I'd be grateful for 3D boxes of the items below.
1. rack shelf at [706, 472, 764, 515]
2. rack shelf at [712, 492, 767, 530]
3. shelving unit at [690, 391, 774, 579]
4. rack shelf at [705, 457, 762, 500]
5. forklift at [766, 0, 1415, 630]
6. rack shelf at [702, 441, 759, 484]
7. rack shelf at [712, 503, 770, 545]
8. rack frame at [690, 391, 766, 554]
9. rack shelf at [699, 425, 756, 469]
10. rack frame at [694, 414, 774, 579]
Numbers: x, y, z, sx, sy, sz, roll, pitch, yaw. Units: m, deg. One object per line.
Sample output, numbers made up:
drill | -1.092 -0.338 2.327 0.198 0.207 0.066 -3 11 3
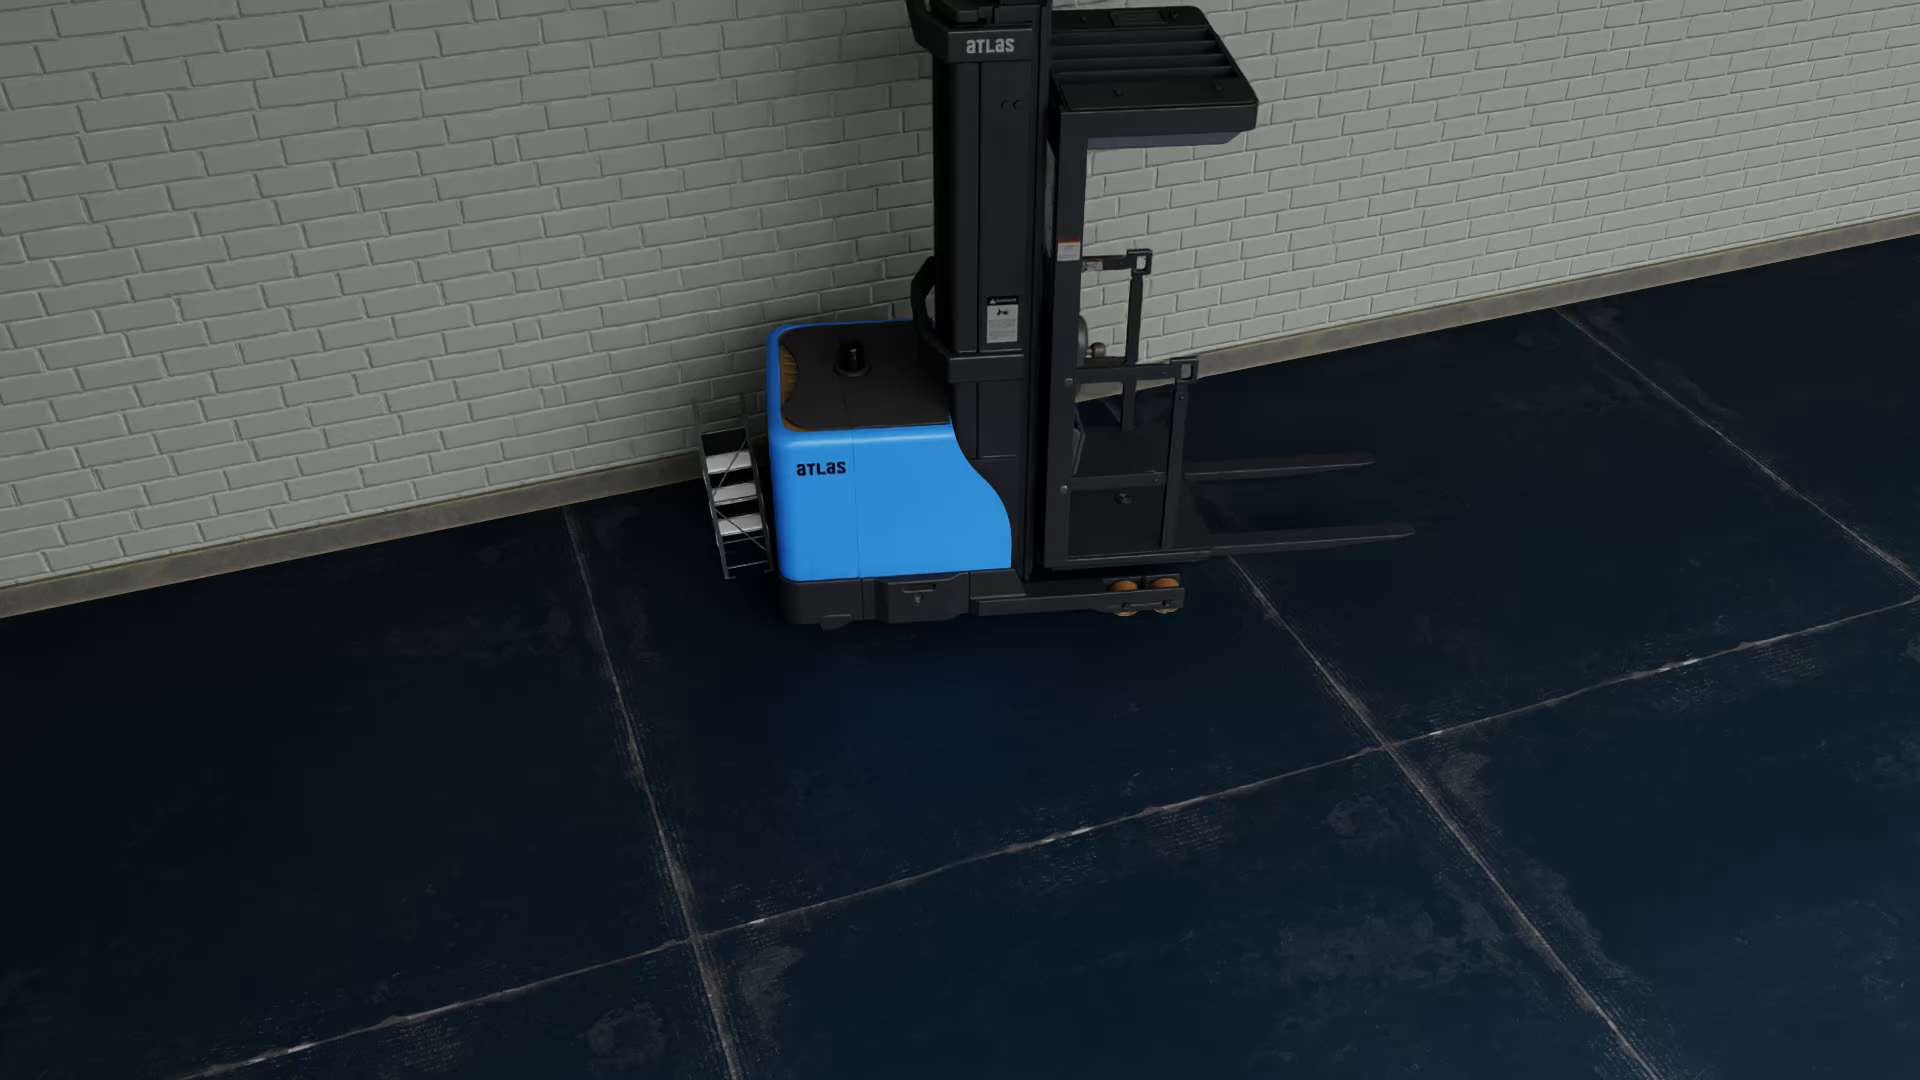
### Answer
rack shelf | -1.062 -0.222 7.838 0.258 0.077 0.200 -10 38 -7
rack shelf | -1.056 -0.151 7.893 0.258 0.077 0.200 -10 38 -7
shelving unit | -1.064 -0.249 7.818 0.258 0.900 0.210 -10 38 -7
rack shelf | -1.068 -0.293 7.783 0.258 0.077 0.200 -10 38 -7
forklift | 0.629 -1.129 7.313 3.031 2.935 1.130 -4 37 -5
rack shelf | -1.074 -0.364 7.728 0.258 0.077 0.200 -10 38 -7
rack shelf | -1.050 -0.080 7.948 0.258 0.077 0.200 -10 38 -7
rack frame | -1.085 -0.308 7.897 0.240 0.900 0.006 -10 38 -7
rack shelf | -1.081 -0.435 7.673 0.258 0.077 0.200 -10 38 -7
rack frame | -1.044 -0.189 7.738 0.240 0.900 0.006 -10 38 -7
